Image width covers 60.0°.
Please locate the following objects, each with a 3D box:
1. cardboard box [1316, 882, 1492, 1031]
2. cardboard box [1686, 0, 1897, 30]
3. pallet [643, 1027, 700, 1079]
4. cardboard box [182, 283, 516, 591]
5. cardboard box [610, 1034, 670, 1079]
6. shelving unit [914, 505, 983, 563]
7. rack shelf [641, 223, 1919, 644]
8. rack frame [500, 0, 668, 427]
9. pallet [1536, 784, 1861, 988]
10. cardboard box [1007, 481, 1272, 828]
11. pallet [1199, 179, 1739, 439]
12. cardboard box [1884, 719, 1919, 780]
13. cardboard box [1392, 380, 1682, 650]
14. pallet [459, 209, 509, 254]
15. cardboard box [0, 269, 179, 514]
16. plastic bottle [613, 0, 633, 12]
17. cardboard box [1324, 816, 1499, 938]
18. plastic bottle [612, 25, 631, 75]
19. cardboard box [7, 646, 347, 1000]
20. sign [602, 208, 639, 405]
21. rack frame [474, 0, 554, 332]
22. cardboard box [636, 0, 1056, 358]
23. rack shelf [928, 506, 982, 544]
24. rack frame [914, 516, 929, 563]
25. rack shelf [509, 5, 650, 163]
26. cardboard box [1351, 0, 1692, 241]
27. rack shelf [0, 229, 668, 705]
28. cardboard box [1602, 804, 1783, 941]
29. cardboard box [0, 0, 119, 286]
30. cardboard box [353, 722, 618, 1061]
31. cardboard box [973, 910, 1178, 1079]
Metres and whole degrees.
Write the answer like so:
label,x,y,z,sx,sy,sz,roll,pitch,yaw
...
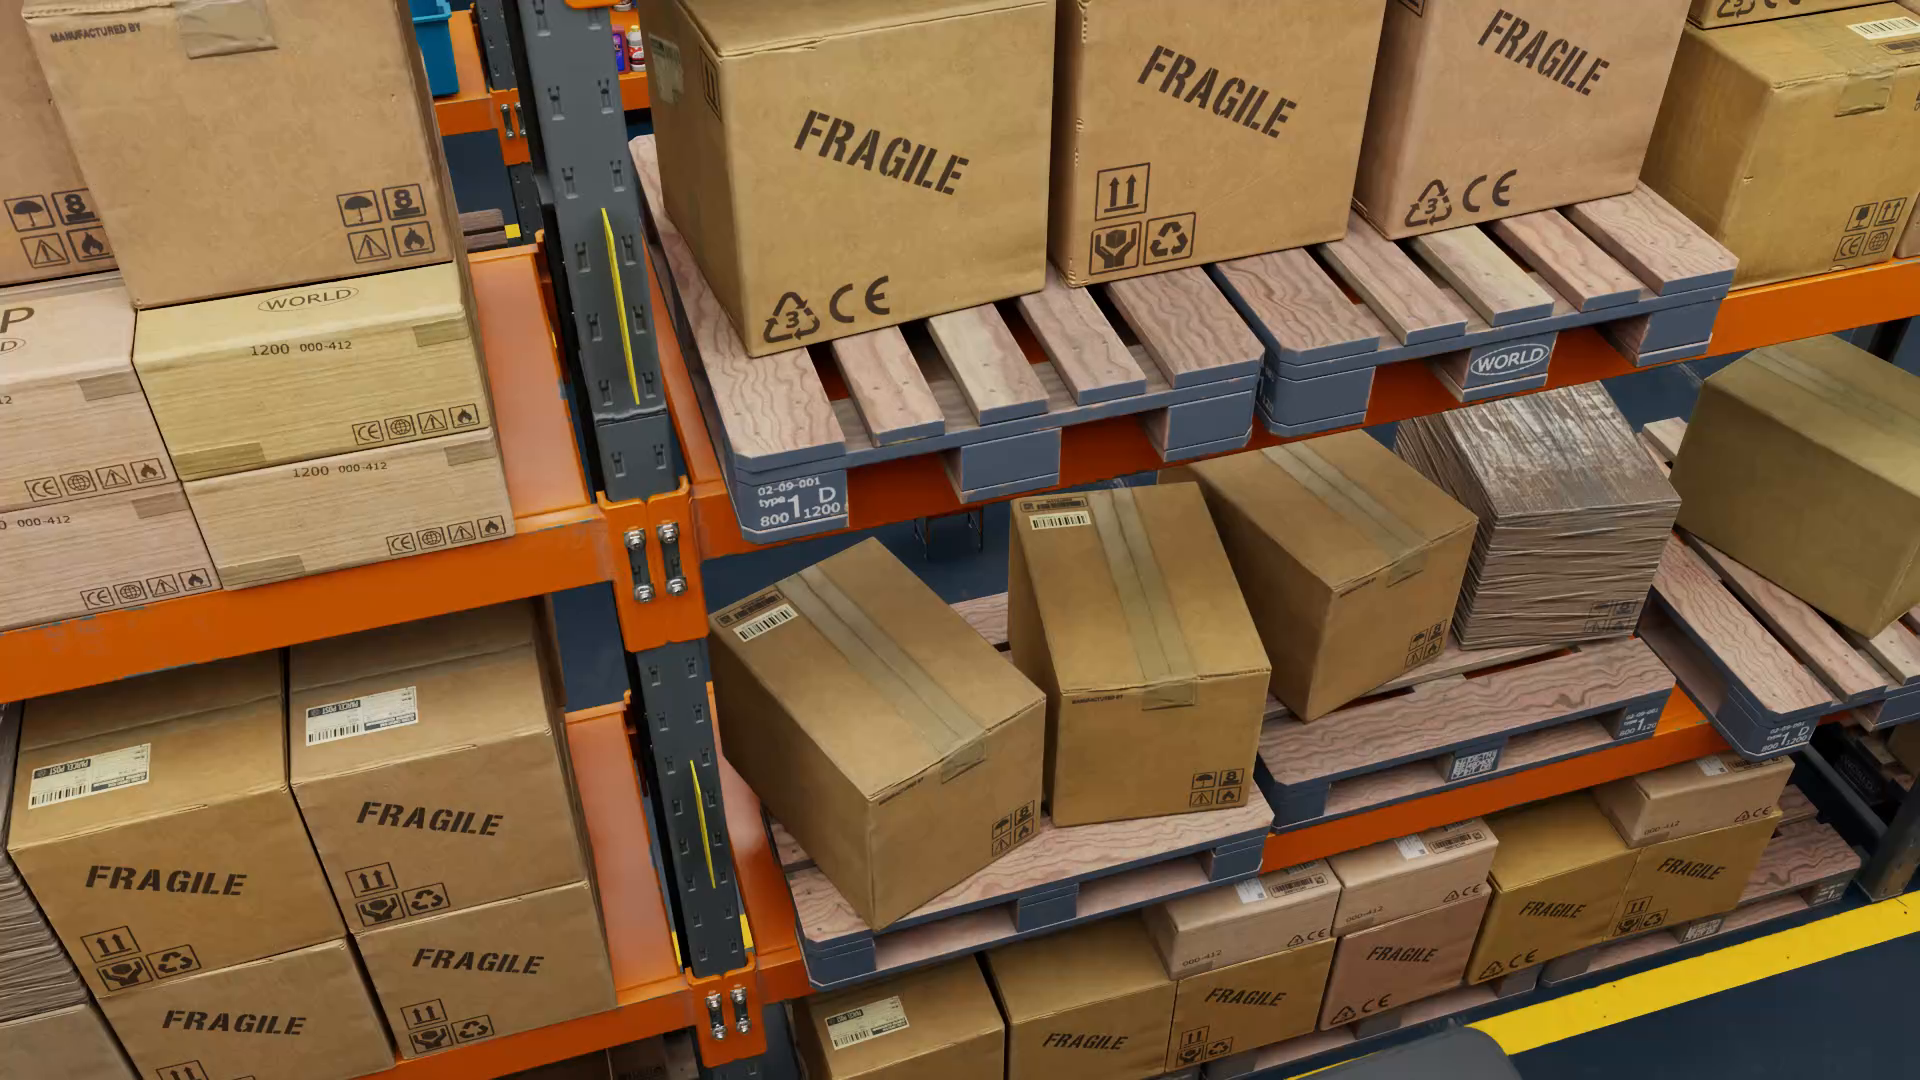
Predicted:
label,x,y,z,sx,sy,sz,roll,pitch,yaw
cardboard box,1.273,1.132,5.240,0.500,0.500,0.500,-13,43,-15
cardboard box,1.697,-1.446,3.509,0.500,0.500,0.500,-12,42,-13
pallet,-1.383,1.790,5.041,1.213,0.211,1.003,-12,42,-13
cardboard box,-1.112,-0.205,3.039,0.500,0.250,0.500,-12,42,-13
cardboard box,-1.193,1.399,5.078,0.500,0.311,0.500,-12,42,-13
shelving unit,-0.051,-0.385,6.893,0.252,1.050,0.215,-12,42,-13
rack shelf,1.180,-0.649,3.980,4.000,0.370,1.077,-12,42,-13
rack frame,-0.728,-1.654,2.304,0.127,3.000,1.000,-12,42,-13
pallet,2.364,0.988,5.958,1.213,0.211,1.003,-12,42,-13
cardboard box,0.428,0.280,4.254,0.500,0.500,0.700,-5,41,-6
pallet,0.904,-0.746,3.687,1.003,0.211,1.213,-12,42,-13
cardboard box,3.675,0.772,5.857,0.500,0.250,0.500,-12,43,-13
cardboard box,1.591,-0.125,4.718,0.500,0.500,0.700,-4,41,-5
pallet,-2.902,-1.285,8.560,1.213,0.211,1.003,-12,42,-13
cardboard box,-1.588,-0.293,2.760,0.500,0.250,0.500,-12,42,-13
plastic bottle,-1.685,-2.739,8.256,0.097,0.201,0.097,0,41,0
cardboard box,1.239,0.858,4.983,0.500,0.250,0.500,-12,43,-14
plastic bottle,-1.607,-2.291,7.682,0.133,0.283,0.061,-12,42,-13
cardboard box,-1.620,0.556,3.498,0.500,0.500,0.500,-12,43,-14
sign,-0.558,-0.380,2.733,0.005,0.325,0.100,-12,42,-13
rack frame,-2.212,-2.504,7.837,0.127,3.000,1.000,-12,42,-13
cardboard box,-0.225,-0.812,3.148,0.600,0.600,0.600,-16,43,-17
rack shelf,-0.051,-0.168,7.082,0.240,0.259,0.215,-12,42,-13
rack frame,-0.167,-0.361,6.865,0.008,1.050,0.200,-12,42,-13
rack shelf,-0.305,-2.629,8.526,4.000,0.370,1.077,-12,42,-13
cardboard box,1.046,-1.077,3.452,0.600,0.600,0.600,-13,43,-15
rack shelf,-2.635,0.141,3.075,4.000,0.370,1.077,-12,42,-13
cardboard box,2.266,0.922,5.480,0.500,0.500,0.500,-10,42,-11
cardboard box,-1.700,-0.809,2.780,0.500,0.500,0.700,-12,42,-13
cardboard box,-1.128,0.827,3.947,0.500,0.500,0.500,-11,42,-12
cardboard box,0.312,1.325,5.018,0.500,0.500,0.500,-11,42,-12
